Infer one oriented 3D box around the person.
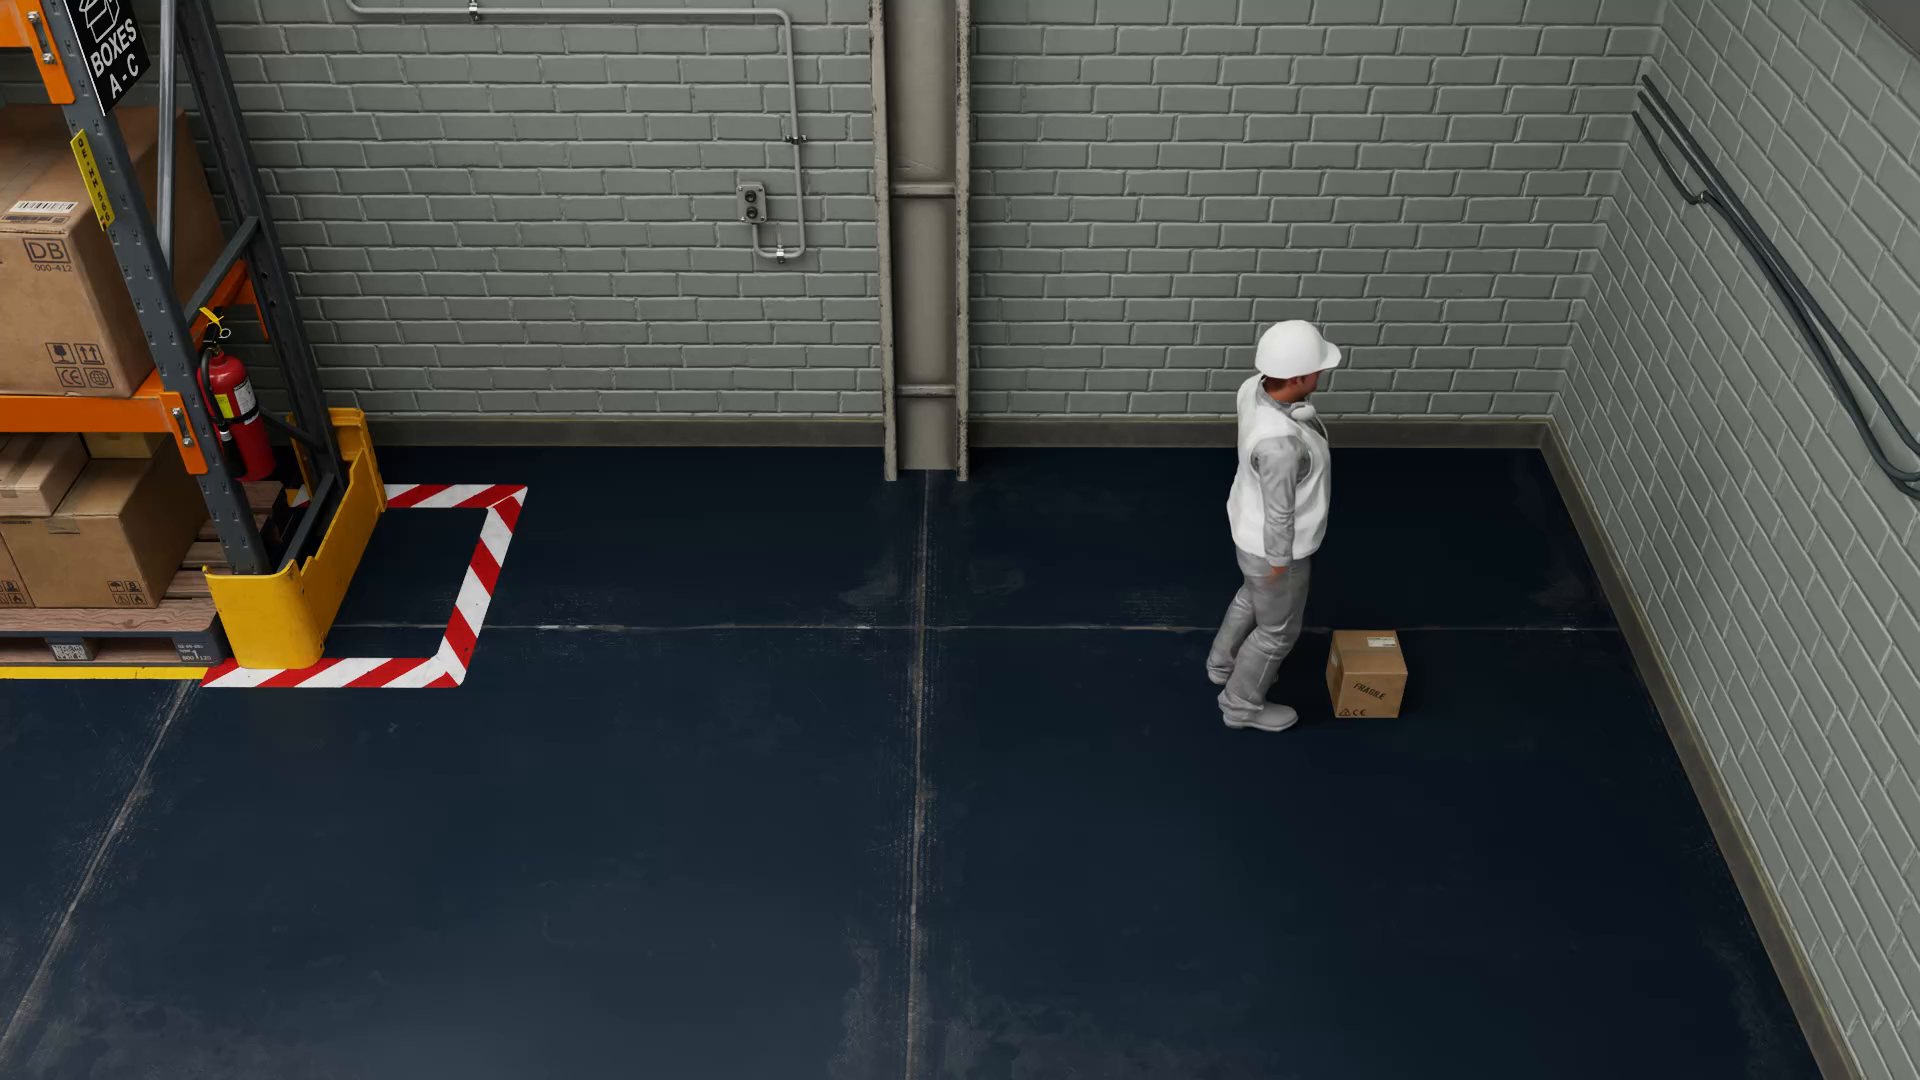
[{"bbox_3d":[1.173,-0.045,6.216,0.361,1.788,0.532,1,39,1],"label":"person"}]
